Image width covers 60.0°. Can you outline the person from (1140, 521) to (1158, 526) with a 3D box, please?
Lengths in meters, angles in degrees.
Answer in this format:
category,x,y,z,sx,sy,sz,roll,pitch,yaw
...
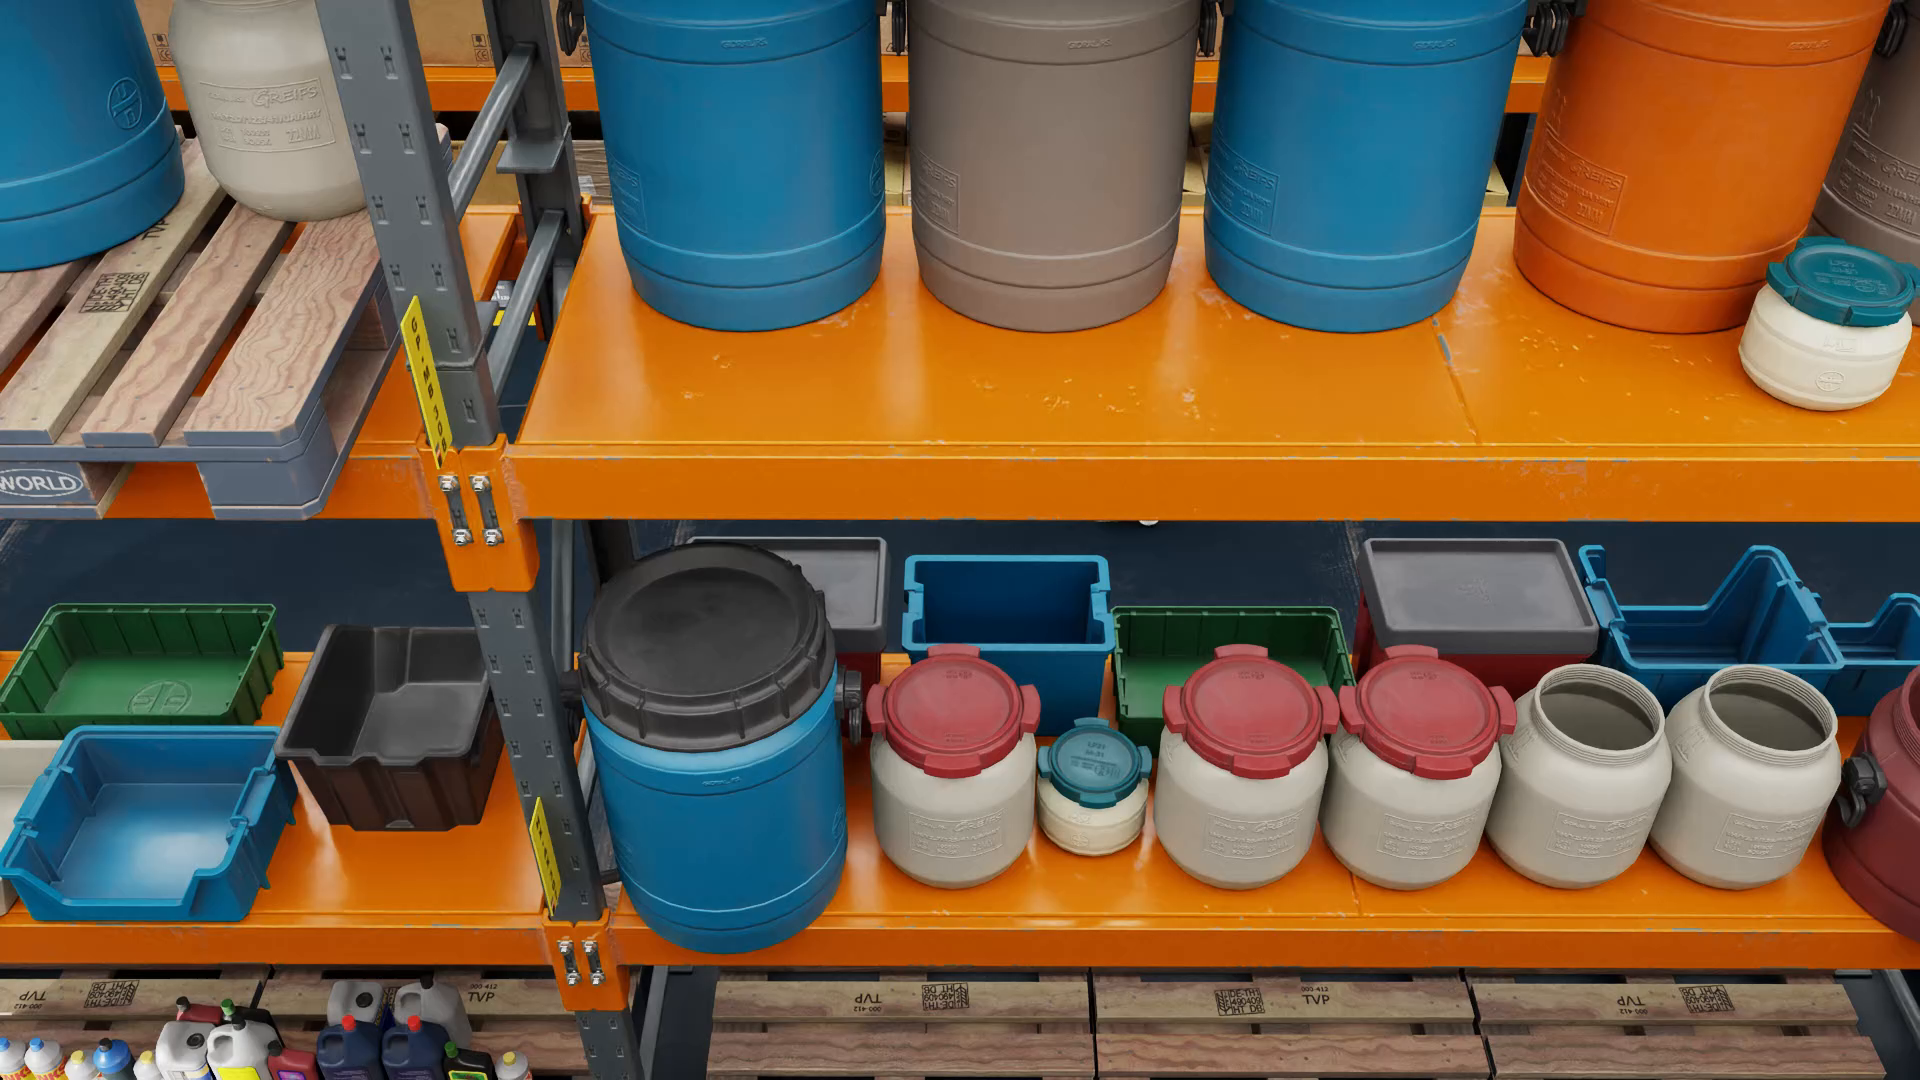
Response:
category,x,y,z,sx,sy,sz,roll,pitch,yaw
person,0.739,-0.773,7.097,0.404,1.576,0.499,1,40,1
